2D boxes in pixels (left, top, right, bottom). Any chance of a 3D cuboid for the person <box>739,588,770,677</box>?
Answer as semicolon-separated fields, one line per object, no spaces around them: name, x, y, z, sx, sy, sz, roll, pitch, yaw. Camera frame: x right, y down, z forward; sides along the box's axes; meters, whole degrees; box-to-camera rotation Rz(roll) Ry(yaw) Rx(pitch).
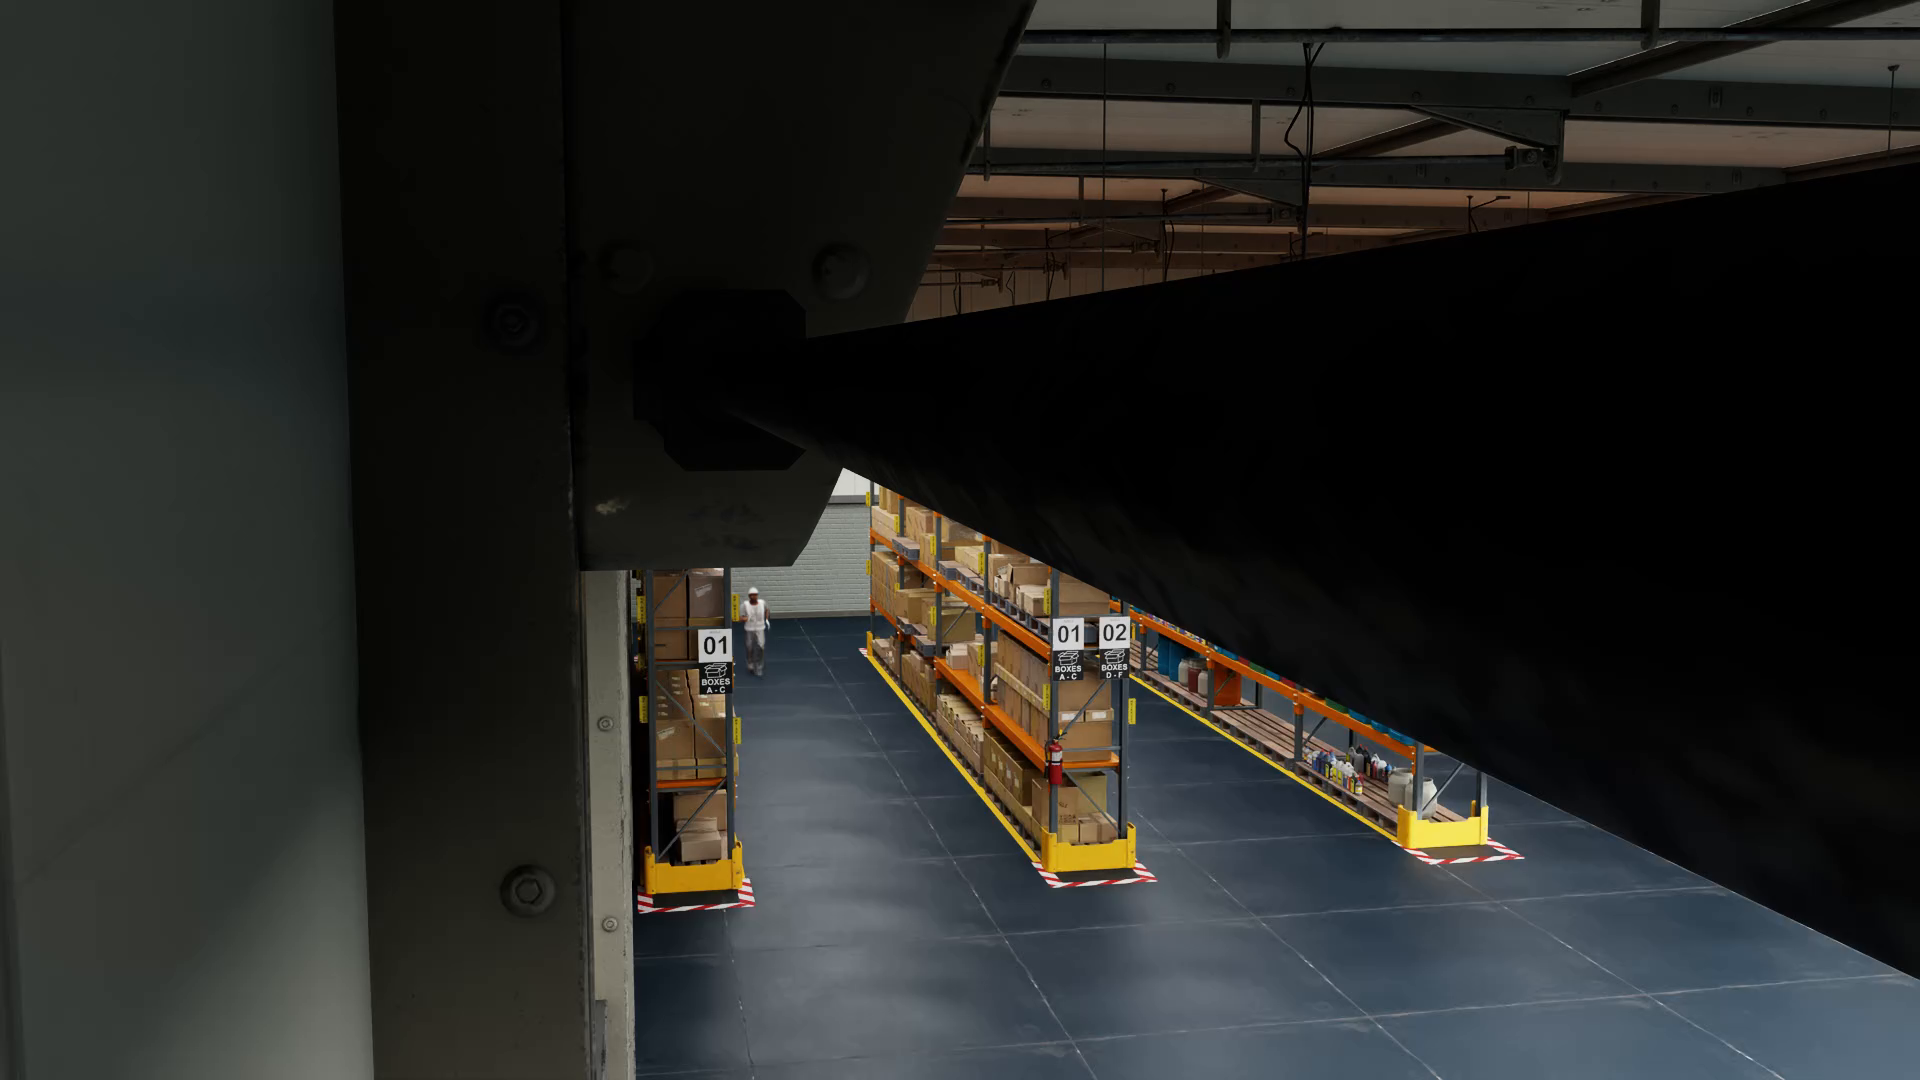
person;-4.216;1.886;34.136;0.655;1.836;0.853;-1;6;-13
